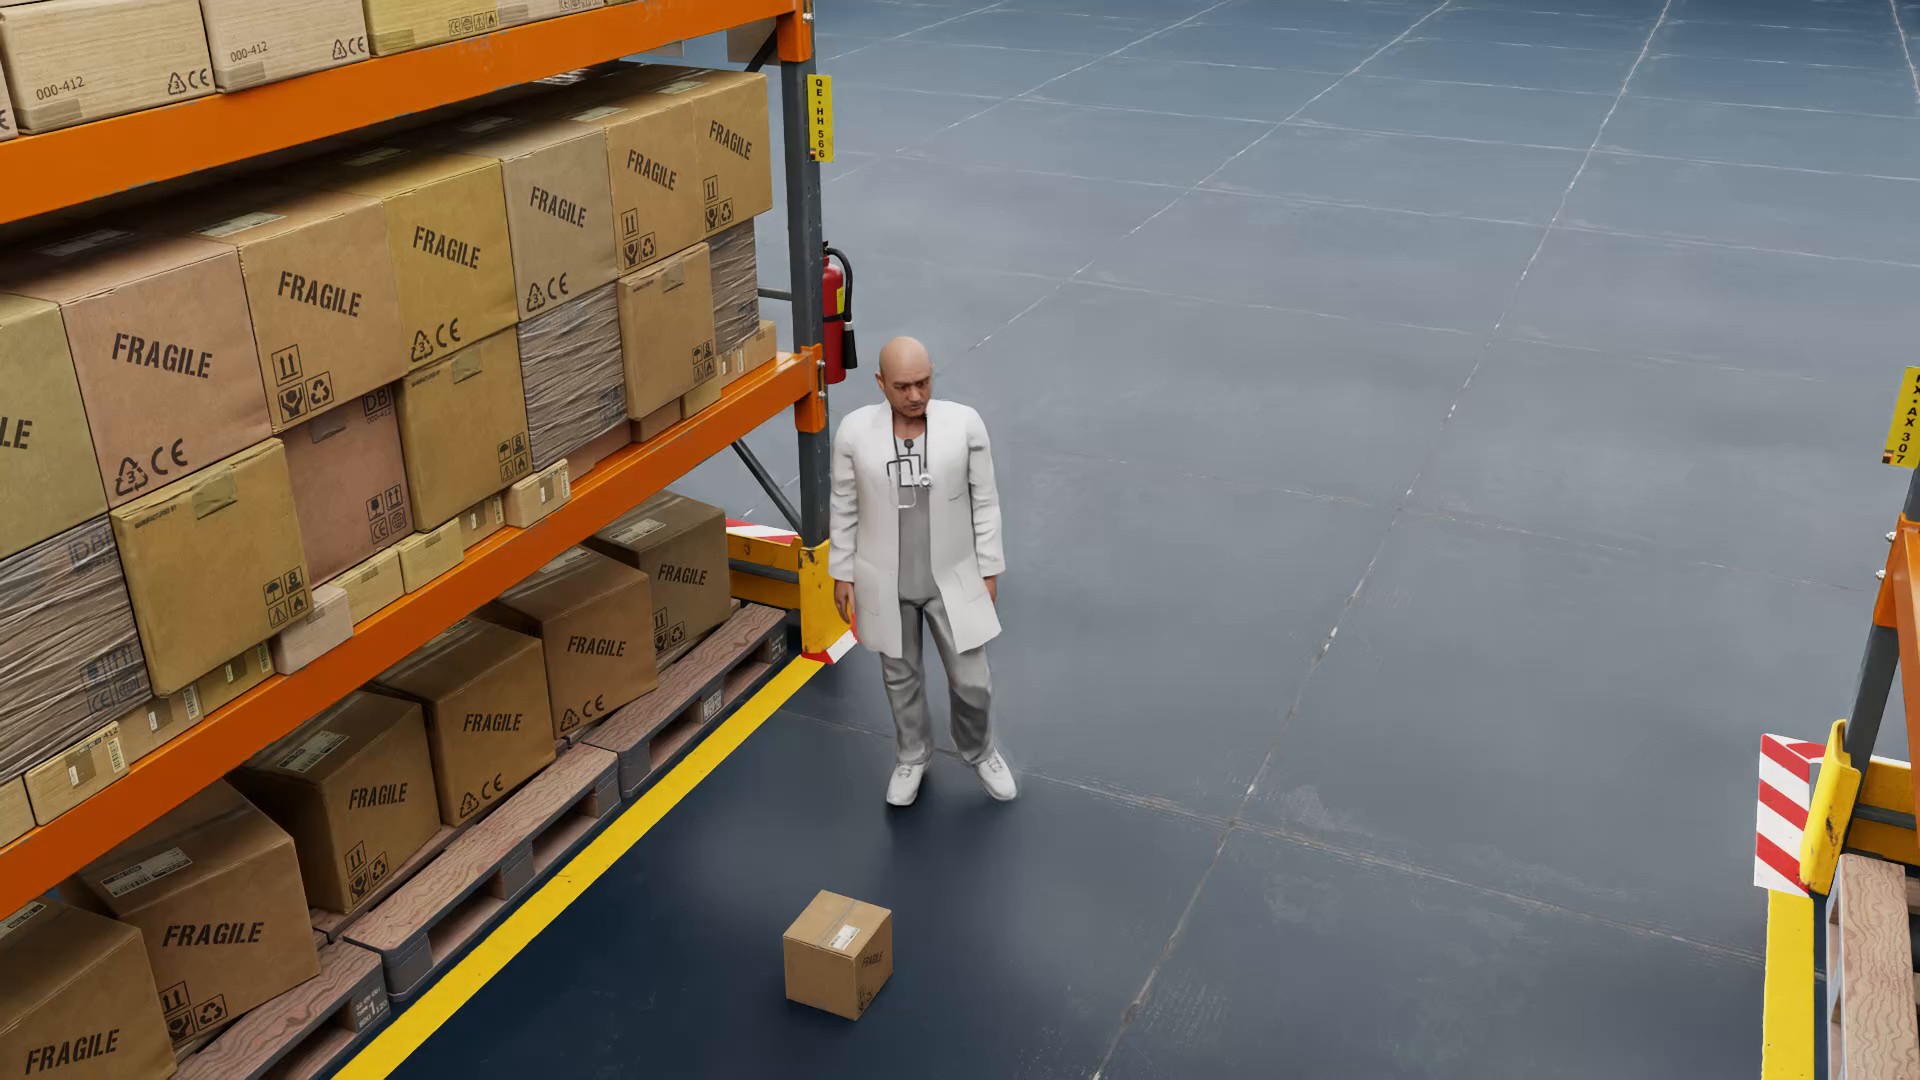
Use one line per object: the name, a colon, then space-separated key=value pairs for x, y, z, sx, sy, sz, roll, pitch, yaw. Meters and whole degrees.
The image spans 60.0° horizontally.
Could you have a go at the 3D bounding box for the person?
person: x=-0.127 y=0.139 z=5.808 sx=0.680 sy=1.781 sz=0.467 roll=0 pitch=26 yaw=1
